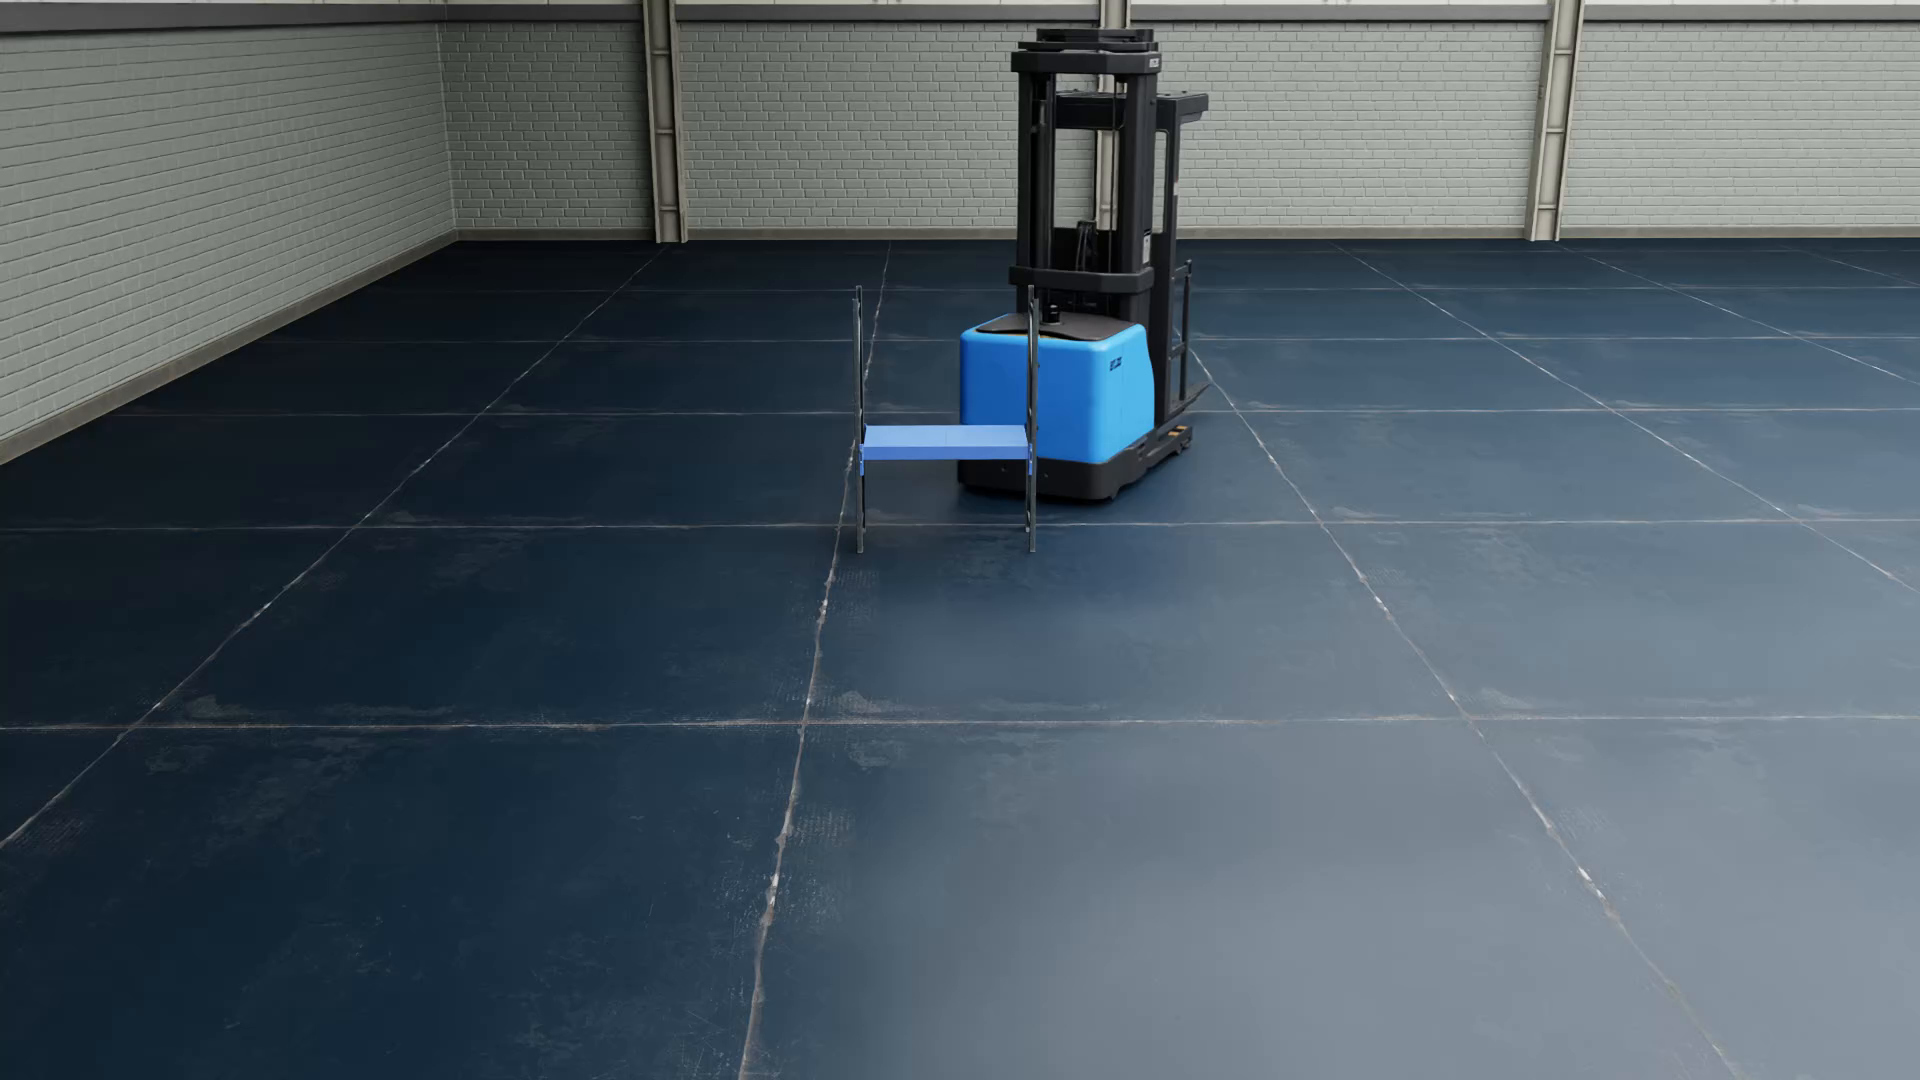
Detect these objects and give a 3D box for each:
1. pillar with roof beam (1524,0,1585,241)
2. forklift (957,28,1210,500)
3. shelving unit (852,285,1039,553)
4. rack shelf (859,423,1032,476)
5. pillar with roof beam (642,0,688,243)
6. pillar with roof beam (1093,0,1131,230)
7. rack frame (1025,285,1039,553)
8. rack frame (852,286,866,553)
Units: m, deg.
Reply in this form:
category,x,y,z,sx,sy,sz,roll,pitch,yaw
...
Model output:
category,x,y,z,sx,sy,sz,roll,pitch,yaw
pillar with roof beam,8.112,-7.132,17.548,0.400,9.000,9.100,0,18,-1
forklift,1.054,-2.059,11.668,1.130,2.935,3.031,8,19,23
shelving unit,-0.085,-0.714,9.817,1.048,1.500,0.538,0,18,-1
rack shelf,-0.085,-0.542,9.872,1.000,0.185,0.538,0,18,-1
pillar with roof beam,-3.887,-7.074,17.368,0.400,9.000,9.100,0,18,-1
pillar with roof beam,2.113,-7.103,17.458,0.400,9.000,9.100,0,18,-1
rack frame,0.423,-0.716,9.825,0.032,1.500,0.500,0,18,-1
rack frame,-0.594,-0.711,9.810,0.032,1.500,0.500,0,18,-1
